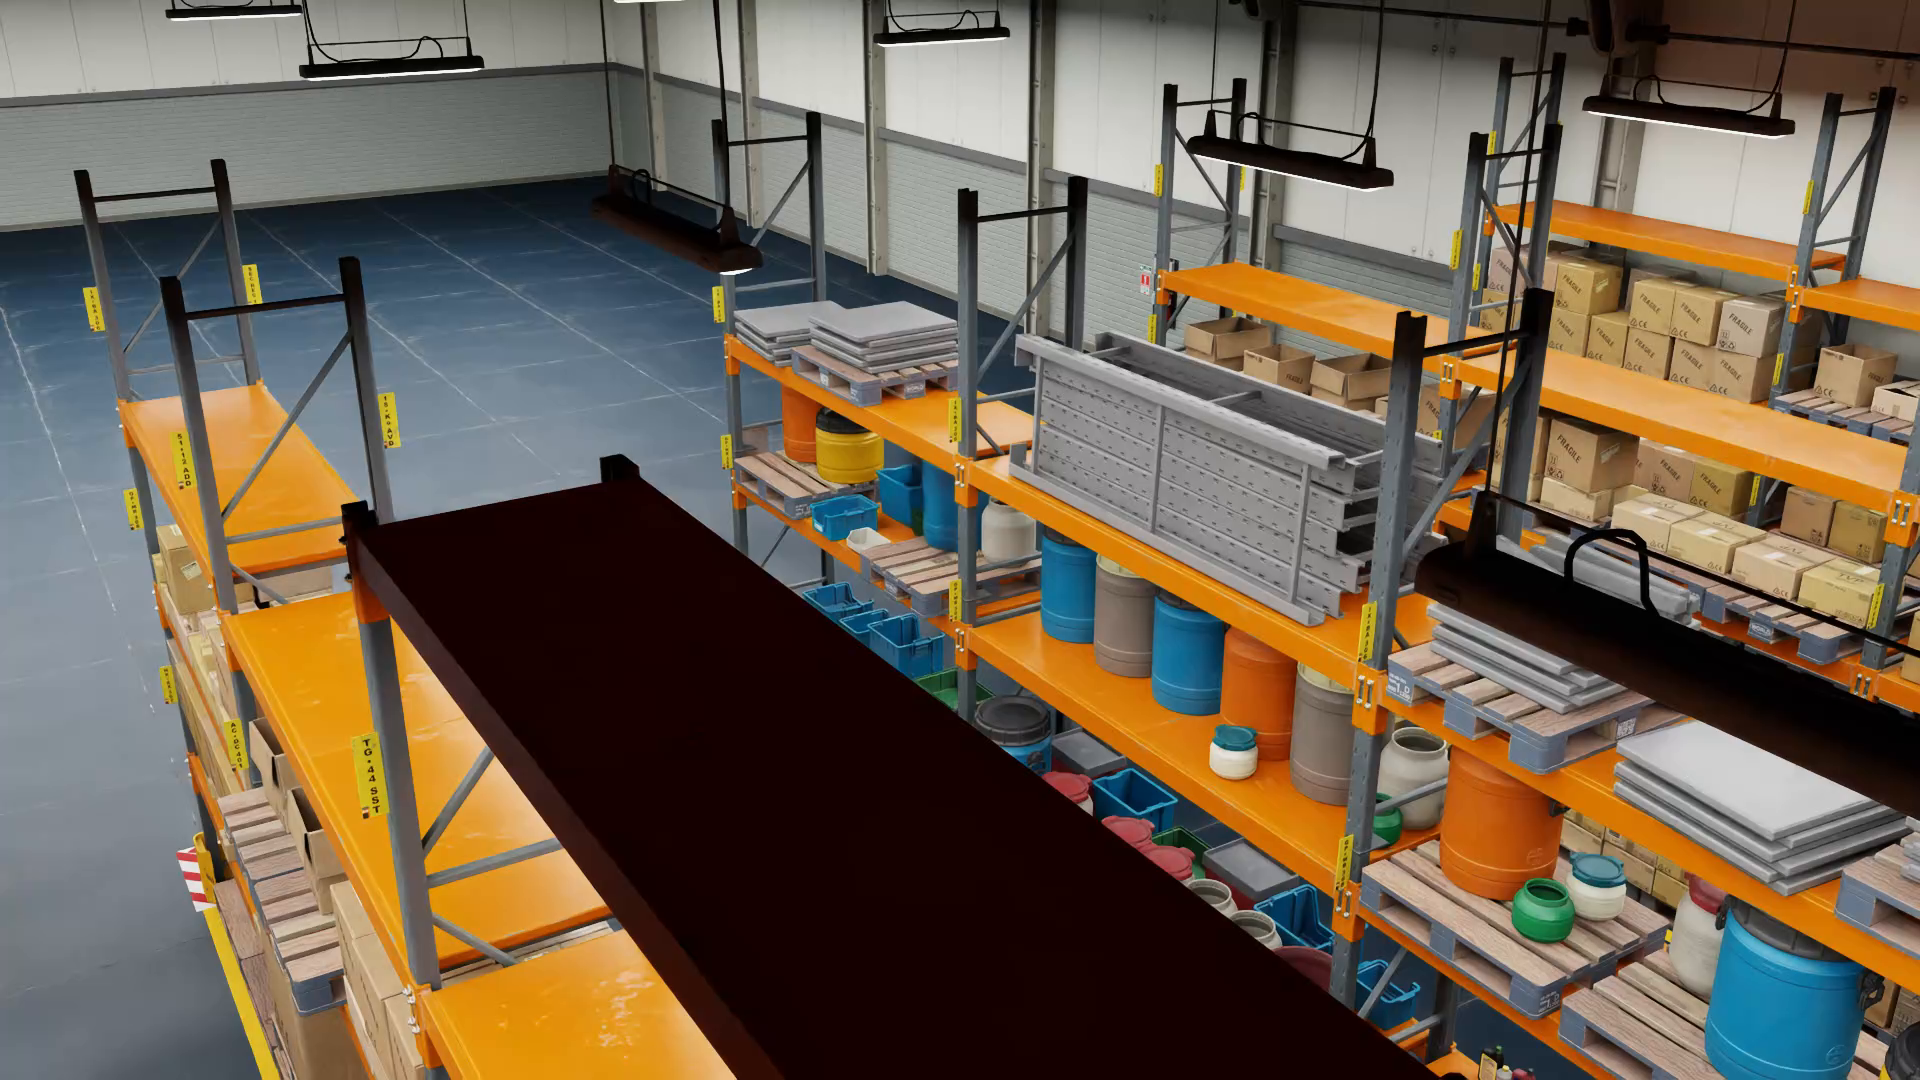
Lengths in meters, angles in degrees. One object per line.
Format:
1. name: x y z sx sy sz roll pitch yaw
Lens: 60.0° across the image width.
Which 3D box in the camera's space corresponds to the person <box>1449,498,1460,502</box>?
1. person: 5.488 0.027 19.066 0.472 1.656 0.514 -8 23 -20
